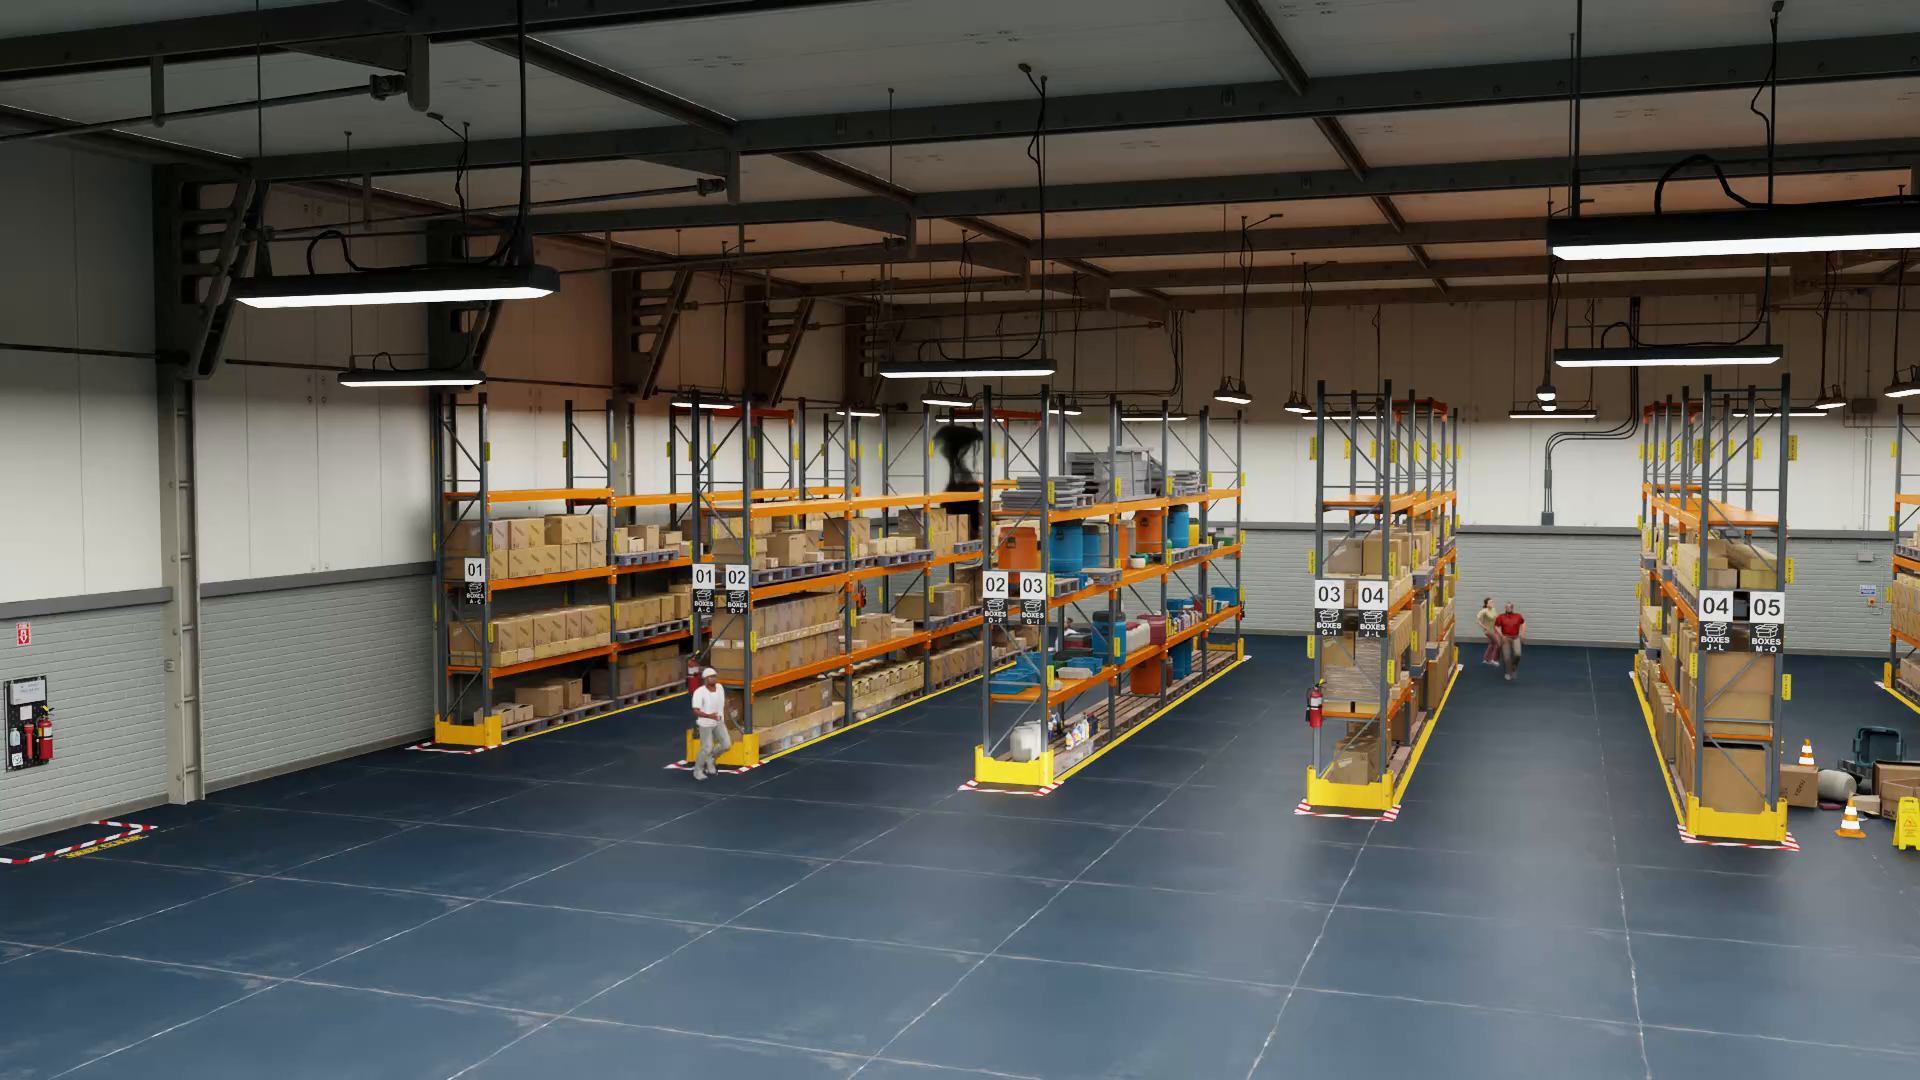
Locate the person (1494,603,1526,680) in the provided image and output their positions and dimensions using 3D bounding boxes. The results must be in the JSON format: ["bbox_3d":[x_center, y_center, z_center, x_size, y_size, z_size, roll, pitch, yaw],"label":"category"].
[{"bbox_3d":[12.045,2.218,36.381,0.681,1.698,0.600,1,3,10],"label":"person"}]

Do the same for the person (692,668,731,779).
[{"bbox_3d":[-3.750,2.788,25.236,0.723,1.716,0.751,-3,4,-44],"label":"person"}]

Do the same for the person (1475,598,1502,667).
[{"bbox_3d":[12.375,2.162,38.774,0.682,1.659,0.618,-3,4,-43],"label":"person"}]

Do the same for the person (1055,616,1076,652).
[{"bbox_3d":[2.163,2.373,33.898,0.604,1.669,0.567,1,3,25],"label":"person"}]
